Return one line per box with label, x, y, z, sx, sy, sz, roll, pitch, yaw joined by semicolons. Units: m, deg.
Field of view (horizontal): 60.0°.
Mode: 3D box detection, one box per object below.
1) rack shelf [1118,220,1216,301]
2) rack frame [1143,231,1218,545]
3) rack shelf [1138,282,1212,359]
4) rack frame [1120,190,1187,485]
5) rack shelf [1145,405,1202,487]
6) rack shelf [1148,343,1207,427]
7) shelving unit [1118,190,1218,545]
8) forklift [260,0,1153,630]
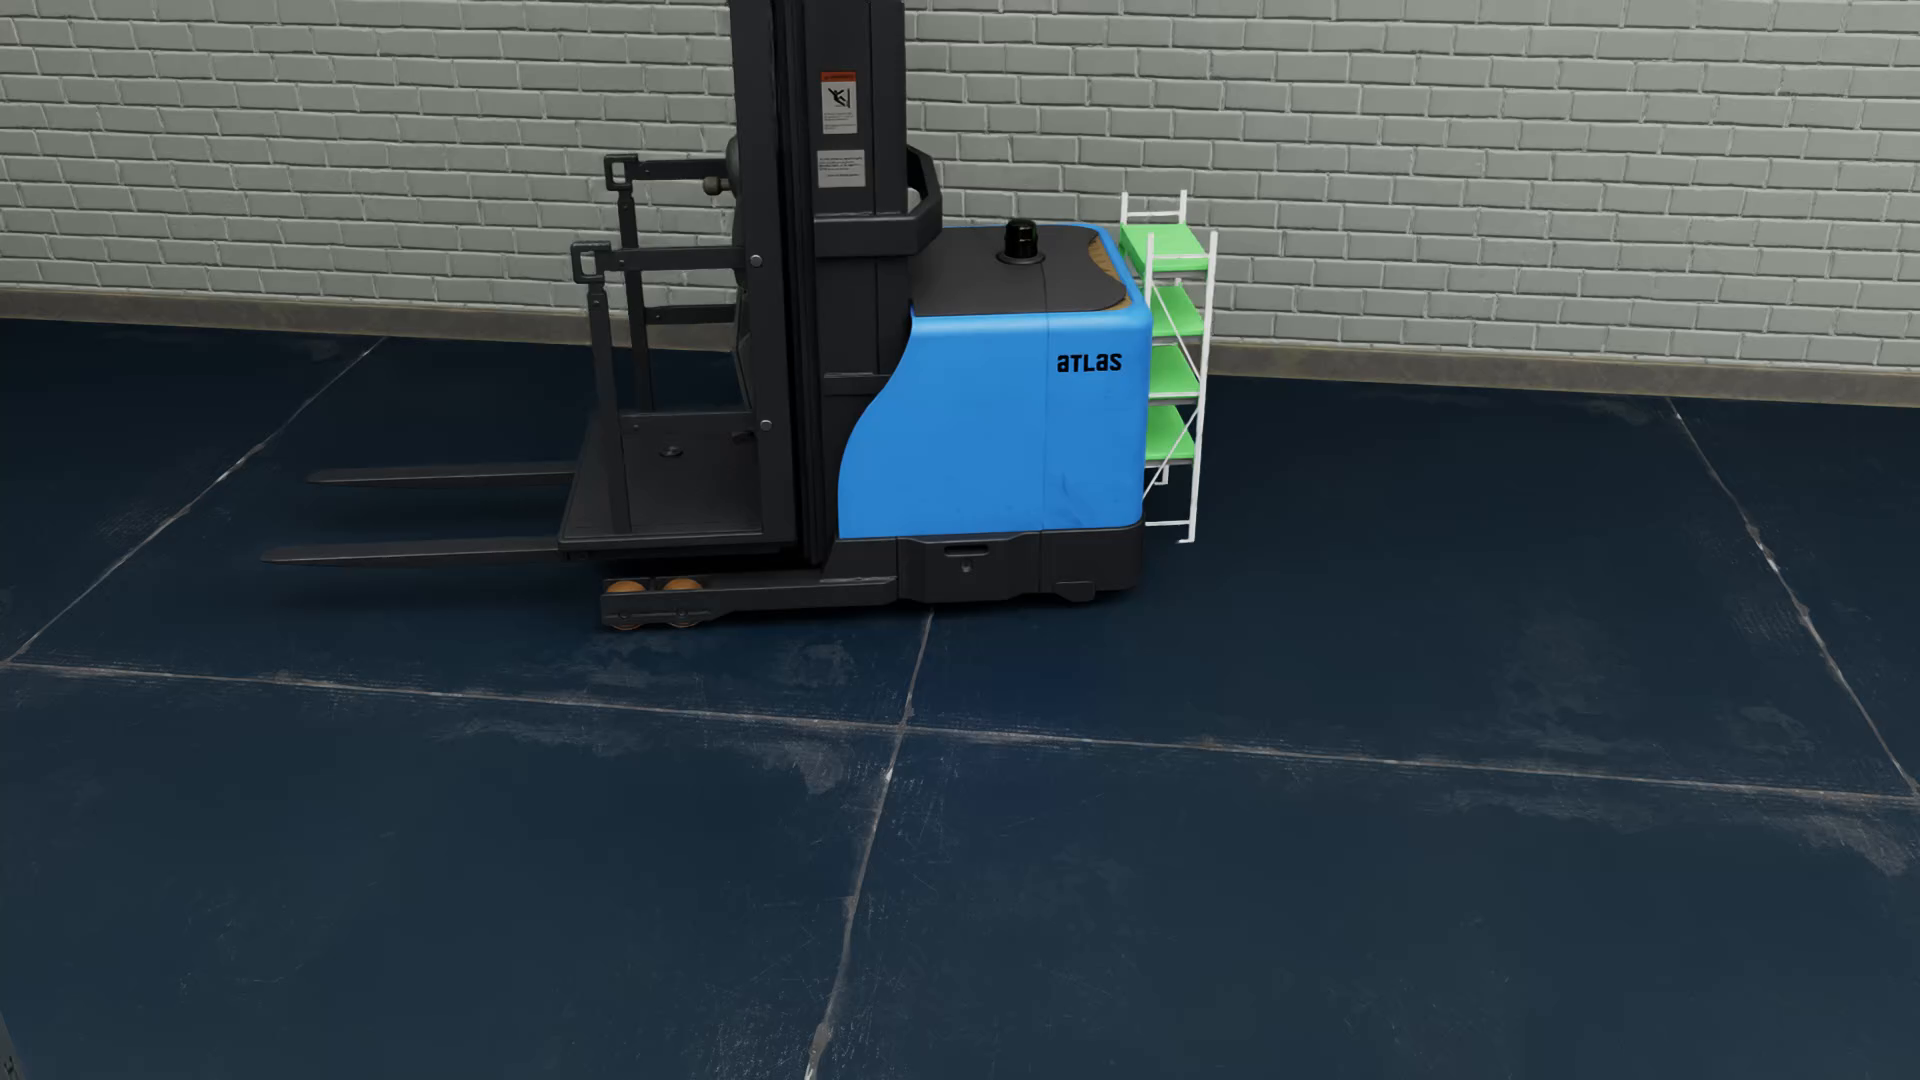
rack shelf;0.735;-0.999;5.962;0.258;0.148;0.480;-3;28;-5
rack frame;0.758;-0.518;5.946;0.240;1.200;0.015;-3;28;-5
rack shelf;0.735;-0.788;6.076;0.258;0.148;0.480;-3;28;-5
rack frame;0.712;-0.748;6.374;0.240;1.200;0.015;-3;28;-5
rack shelf;0.735;-0.365;6.304;0.258;0.148;0.480;-3;28;-5
rack shelf;0.735;-0.577;6.190;0.258;0.148;0.480;-3;28;-5
shelving unit;0.735;-0.633;6.160;0.258;1.200;0.503;-3;28;-5
forklift;-0.903;-1.244;5.469;3.031;2.935;1.130;-2;28;-4
